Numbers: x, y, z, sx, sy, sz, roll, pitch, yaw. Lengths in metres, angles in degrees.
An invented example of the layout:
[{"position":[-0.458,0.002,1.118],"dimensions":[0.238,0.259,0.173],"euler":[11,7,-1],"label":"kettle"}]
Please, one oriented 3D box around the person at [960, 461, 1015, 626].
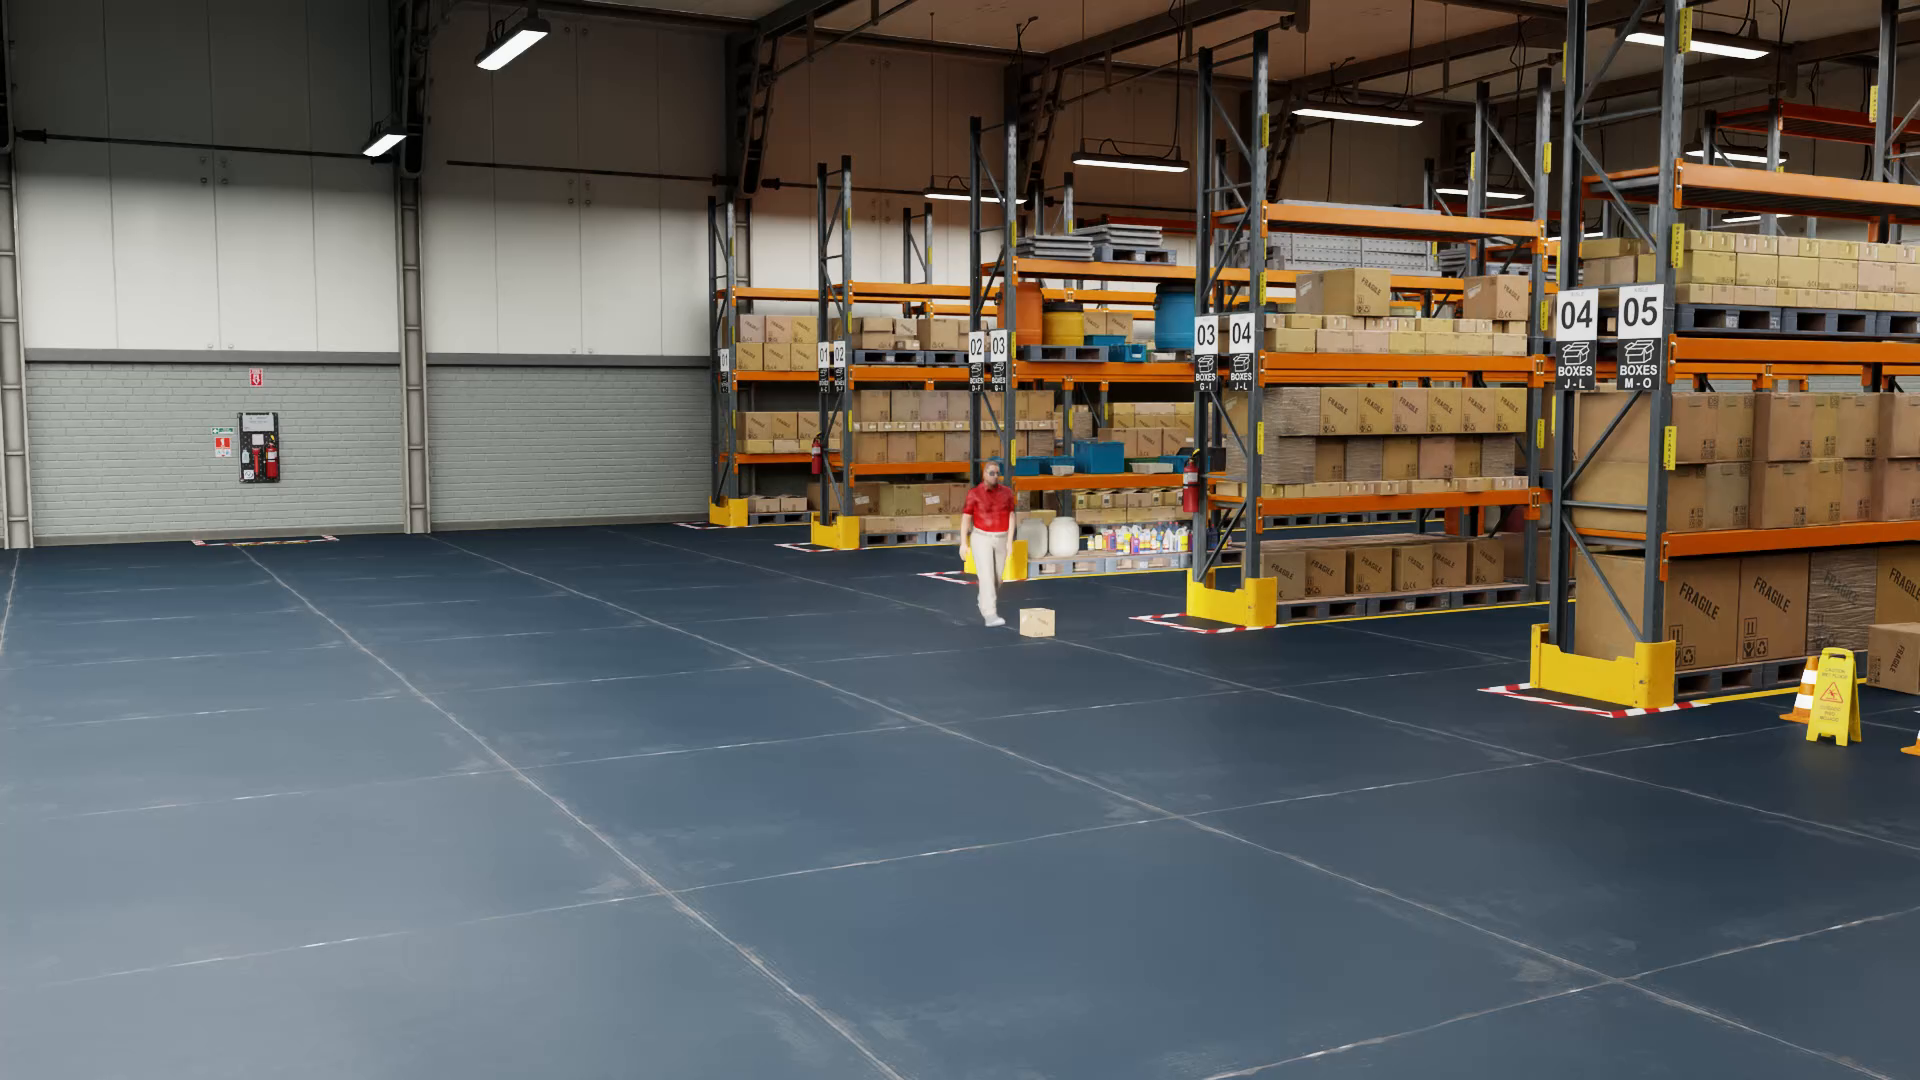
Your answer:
[{"position":[0.302,0.020,17.211],"dimensions":[0.557,1.677,1.056],"euler":[-2,6,-25],"label":"person"}]
